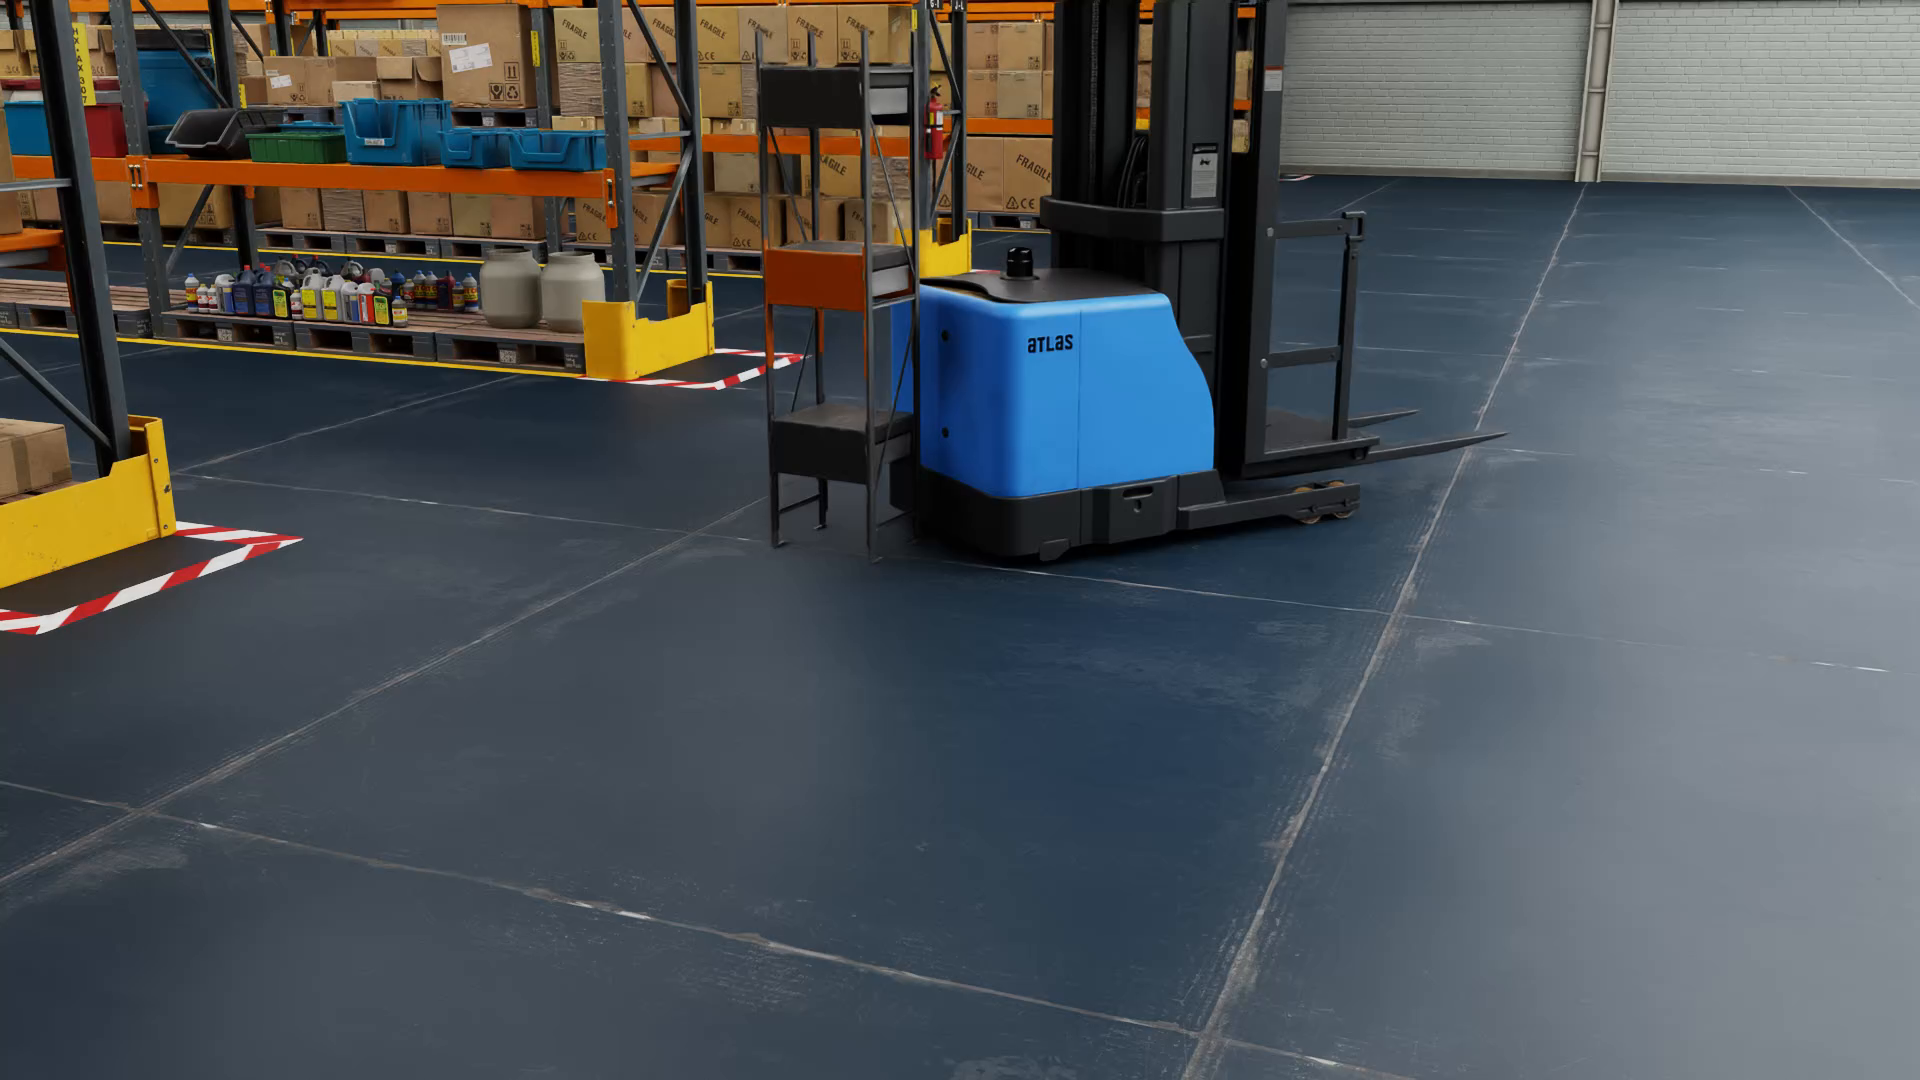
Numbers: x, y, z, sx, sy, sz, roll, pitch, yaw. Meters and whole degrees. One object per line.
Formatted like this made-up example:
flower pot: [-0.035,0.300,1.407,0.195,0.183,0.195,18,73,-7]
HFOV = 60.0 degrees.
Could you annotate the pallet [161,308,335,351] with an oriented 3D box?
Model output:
pallet: [-5.104,-1.626,12.396,1.213,0.211,1.003,6,17,21]

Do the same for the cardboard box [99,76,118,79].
cardboard box: [-9.113,-4.877,18.415,0.500,0.500,0.500,6,17,19]

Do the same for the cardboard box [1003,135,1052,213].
cardboard box: [1.084,-4.430,20.110,0.875,0.875,0.875,6,17,21]

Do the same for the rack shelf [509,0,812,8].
rack shelf: [-3.843,-6.905,21.488,4.000,0.370,1.077,6,17,21]

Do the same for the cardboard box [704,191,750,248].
cardboard box: [-2.397,-3.179,16.476,0.500,0.500,0.500,5,17,16]

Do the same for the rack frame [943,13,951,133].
rack frame: [-0.260,-6.899,25.559,0.127,3.000,1.000,6,17,21]

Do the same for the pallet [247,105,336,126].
pallet: [-6.915,-4.601,17.986,1.003,0.211,1.213,6,17,21]

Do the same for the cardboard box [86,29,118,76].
cardboard box: [-9.523,-5.481,18.696,0.637,0.503,0.797,7,18,22]

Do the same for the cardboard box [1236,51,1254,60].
cardboard box: [4.868,-8.262,28.378,0.250,0.149,0.380,6,17,21]

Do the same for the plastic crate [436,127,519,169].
plastic crate: [-3.170,-2.606,11.035,0.408,0.251,0.499,6,17,21]

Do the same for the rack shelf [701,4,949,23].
rack shelf: [-2.121,-8.199,25.946,4.000,0.370,1.077,6,17,21]

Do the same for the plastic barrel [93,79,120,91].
plastic barrel: [-6.523,-3.265,12.795,0.433,0.535,0.433,0,16,0]

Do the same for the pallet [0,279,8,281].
pallet: [-8.728,-2.025,13.772,1.213,0.211,1.003,6,17,21]

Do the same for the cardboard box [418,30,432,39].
cardboard box: [-9.027,-8.627,28.374,0.250,0.149,0.380,6,17,20]

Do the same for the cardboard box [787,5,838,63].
cardboard box: [-1.245,-4.633,15.246,0.500,0.500,0.500,6,17,21]

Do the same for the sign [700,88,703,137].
sign: [-1.787,-2.911,11.323,0.005,0.325,0.100,6,17,21]

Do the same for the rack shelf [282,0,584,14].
rack shelf: [-5.757,-5.629,17.093,4.000,0.370,1.077,6,17,21]

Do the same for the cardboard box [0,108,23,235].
cardboard box: [-4.243,-1.450,6.610,0.500,0.500,0.700,6,17,21]

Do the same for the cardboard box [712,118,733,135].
cardboard box: [-2.157,-3.945,15.832,0.250,0.149,0.380,6,17,21]

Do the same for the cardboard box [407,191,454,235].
cardboard box: [-5.417,-3.519,17.610,0.500,0.500,0.700,5,17,16]

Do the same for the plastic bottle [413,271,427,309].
plastic bottle: [-3.977,-1.848,12.264,0.097,0.271,0.097,0,16,0]

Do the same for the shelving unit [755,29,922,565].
shelving unit: [-0.483,-0.988,6.809,0.503,2.100,0.431,9,18,28]

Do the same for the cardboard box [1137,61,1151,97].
cardboard box: [2.855,-6.665,24.039,0.500,0.500,0.500,6,17,20]

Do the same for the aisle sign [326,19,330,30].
aisle sign: [-11.376,-9.463,29.728,0.004,0.787,0.394,6,17,21]

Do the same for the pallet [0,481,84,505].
pallet: [-4.540,-0.079,7.069,1.213,0.211,1.003,6,17,21]

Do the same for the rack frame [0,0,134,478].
rack frame: [-3.814,-1.351,6.448,0.127,3.000,1.000,6,17,21]

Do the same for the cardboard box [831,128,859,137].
cardboard box: [-1.000,-3.813,15.378,0.250,0.149,0.380,6,17,21]

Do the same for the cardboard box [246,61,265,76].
cardboard box: [-9.978,-6.591,23.783,0.500,0.500,0.500,6,17,21]

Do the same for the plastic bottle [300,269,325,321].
plastic bottle: [-4.544,-1.731,11.718,0.185,0.351,0.144,6,17,20]

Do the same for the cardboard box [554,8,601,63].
cardboard box: [-3.571,-4.888,16.125,0.500,0.500,0.500,6,17,21]

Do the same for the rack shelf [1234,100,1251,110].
rack shelf: [3.418,-7.637,29.391,4.000,0.370,1.077,6,17,21]

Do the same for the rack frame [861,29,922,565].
rack frame: [-0.269,-0.955,6.696,0.015,2.100,0.400,9,18,28]

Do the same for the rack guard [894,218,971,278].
rack guard: [-0.246,-2.727,15.672,0.348,0.500,1.175,6,17,21]

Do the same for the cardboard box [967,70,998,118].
cardboard box: [0.382,-5.435,20.245,0.550,0.550,0.875,6,17,21]

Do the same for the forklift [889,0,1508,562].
forklift: [1.223,-1.596,7.414,3.031,2.935,1.130,-9,18,-28]

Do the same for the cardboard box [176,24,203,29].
cardboard box: [-10.915,-7.180,24.020,0.500,0.500,0.500,7,18,22]

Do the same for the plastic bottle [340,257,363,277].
plastic bottle: [-4.530,-1.940,12.438,0.185,0.351,0.144,6,17,20]

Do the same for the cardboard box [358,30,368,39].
cardboard box: [-10.210,-8.758,28.827,0.250,0.149,0.380,6,17,21]

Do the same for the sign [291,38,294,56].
sign: [-7.427,-5.398,18.453,0.005,0.325,0.100,6,17,21]

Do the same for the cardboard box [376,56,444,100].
cardboard box: [-5.543,-4.734,17.161,0.637,0.503,0.797,8,18,26]

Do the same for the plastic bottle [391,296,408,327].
plastic bottle: [-3.862,-1.577,11.456,0.097,0.201,0.097,0,16,0]

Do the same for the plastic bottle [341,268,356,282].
plastic bottle: [-4.544,-1.878,12.347,0.133,0.283,0.061,6,17,21]

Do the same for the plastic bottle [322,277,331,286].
plastic bottle: [-4.513,-1.736,11.869,0.135,0.276,0.152,6,17,21]

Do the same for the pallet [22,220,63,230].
pallet: [-10.593,-3.749,19.709,1.213,0.211,1.003,6,17,21]

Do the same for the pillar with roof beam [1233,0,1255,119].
pillar with roof beam: [3.382,-9.848,24.954,0.400,9.000,9.100,6,17,21]

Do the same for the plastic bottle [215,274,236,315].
plastic bottle: [-5.267,-1.776,12.006,0.135,0.276,0.152,7,18,23]

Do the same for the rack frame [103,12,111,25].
rack frame: [-13.145,-6.833,25.330,0.127,3.000,1.000,6,17,21]

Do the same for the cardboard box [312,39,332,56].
cardboard box: [-11.081,-8.532,29.211,0.500,0.500,0.500,6,17,19]

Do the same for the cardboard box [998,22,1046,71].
cardboard box: [0.862,-5.867,19.797,0.550,0.550,0.875,6,17,21]

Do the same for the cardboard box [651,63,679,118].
cardboard box: [-2.546,-4.373,16.143,0.500,0.500,0.875,6,17,21]

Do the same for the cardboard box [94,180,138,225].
cardboard box: [-9.078,-4.089,18.936,0.875,0.875,1.225,6,17,21]

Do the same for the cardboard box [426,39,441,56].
cardboard box: [-8.711,-8.277,28.330,0.500,0.500,0.500,6,17,20]

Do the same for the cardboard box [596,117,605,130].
cardboard box: [-3.336,-4.061,16.233,0.250,0.149,0.380,6,17,21]
